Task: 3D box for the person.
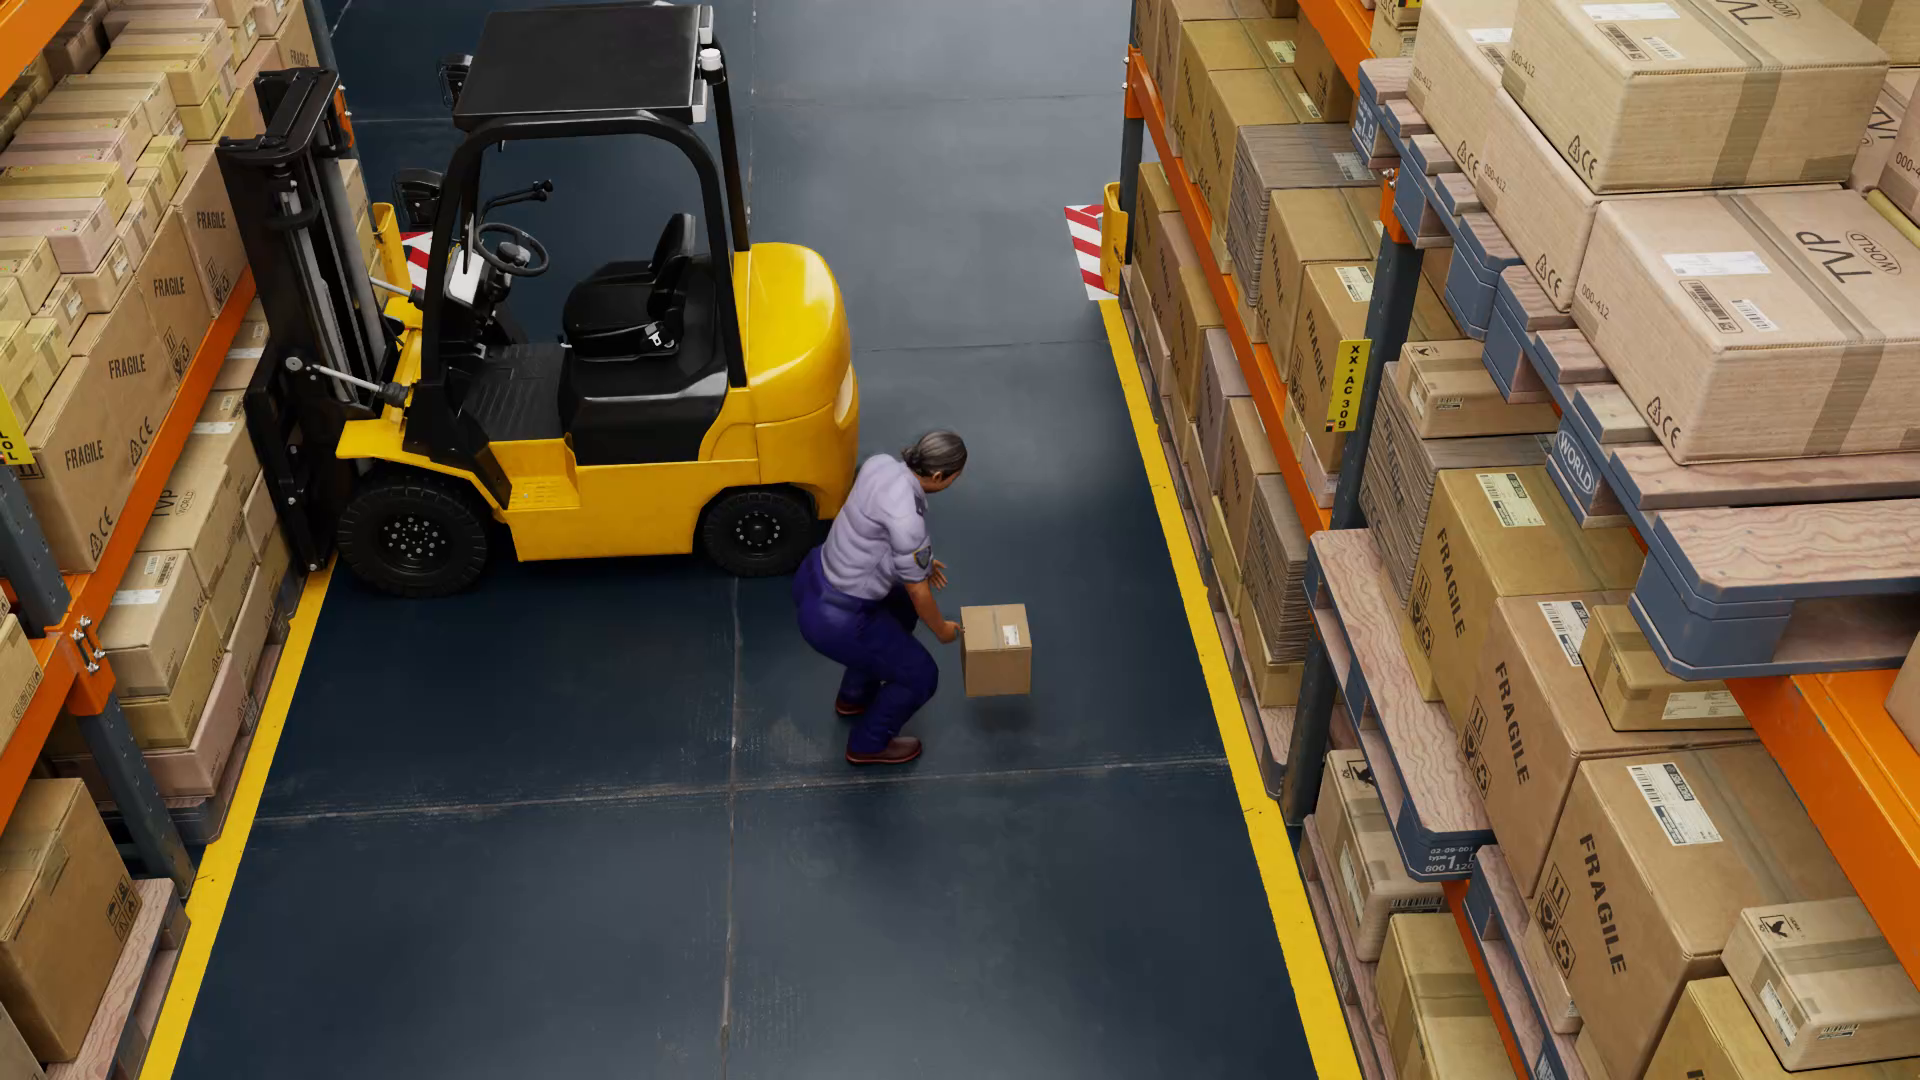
[{"bbox_3d":[-0.295,0.195,6.157,0.654,1.369,0.534,-8,40,-10],"label":"person"}]
